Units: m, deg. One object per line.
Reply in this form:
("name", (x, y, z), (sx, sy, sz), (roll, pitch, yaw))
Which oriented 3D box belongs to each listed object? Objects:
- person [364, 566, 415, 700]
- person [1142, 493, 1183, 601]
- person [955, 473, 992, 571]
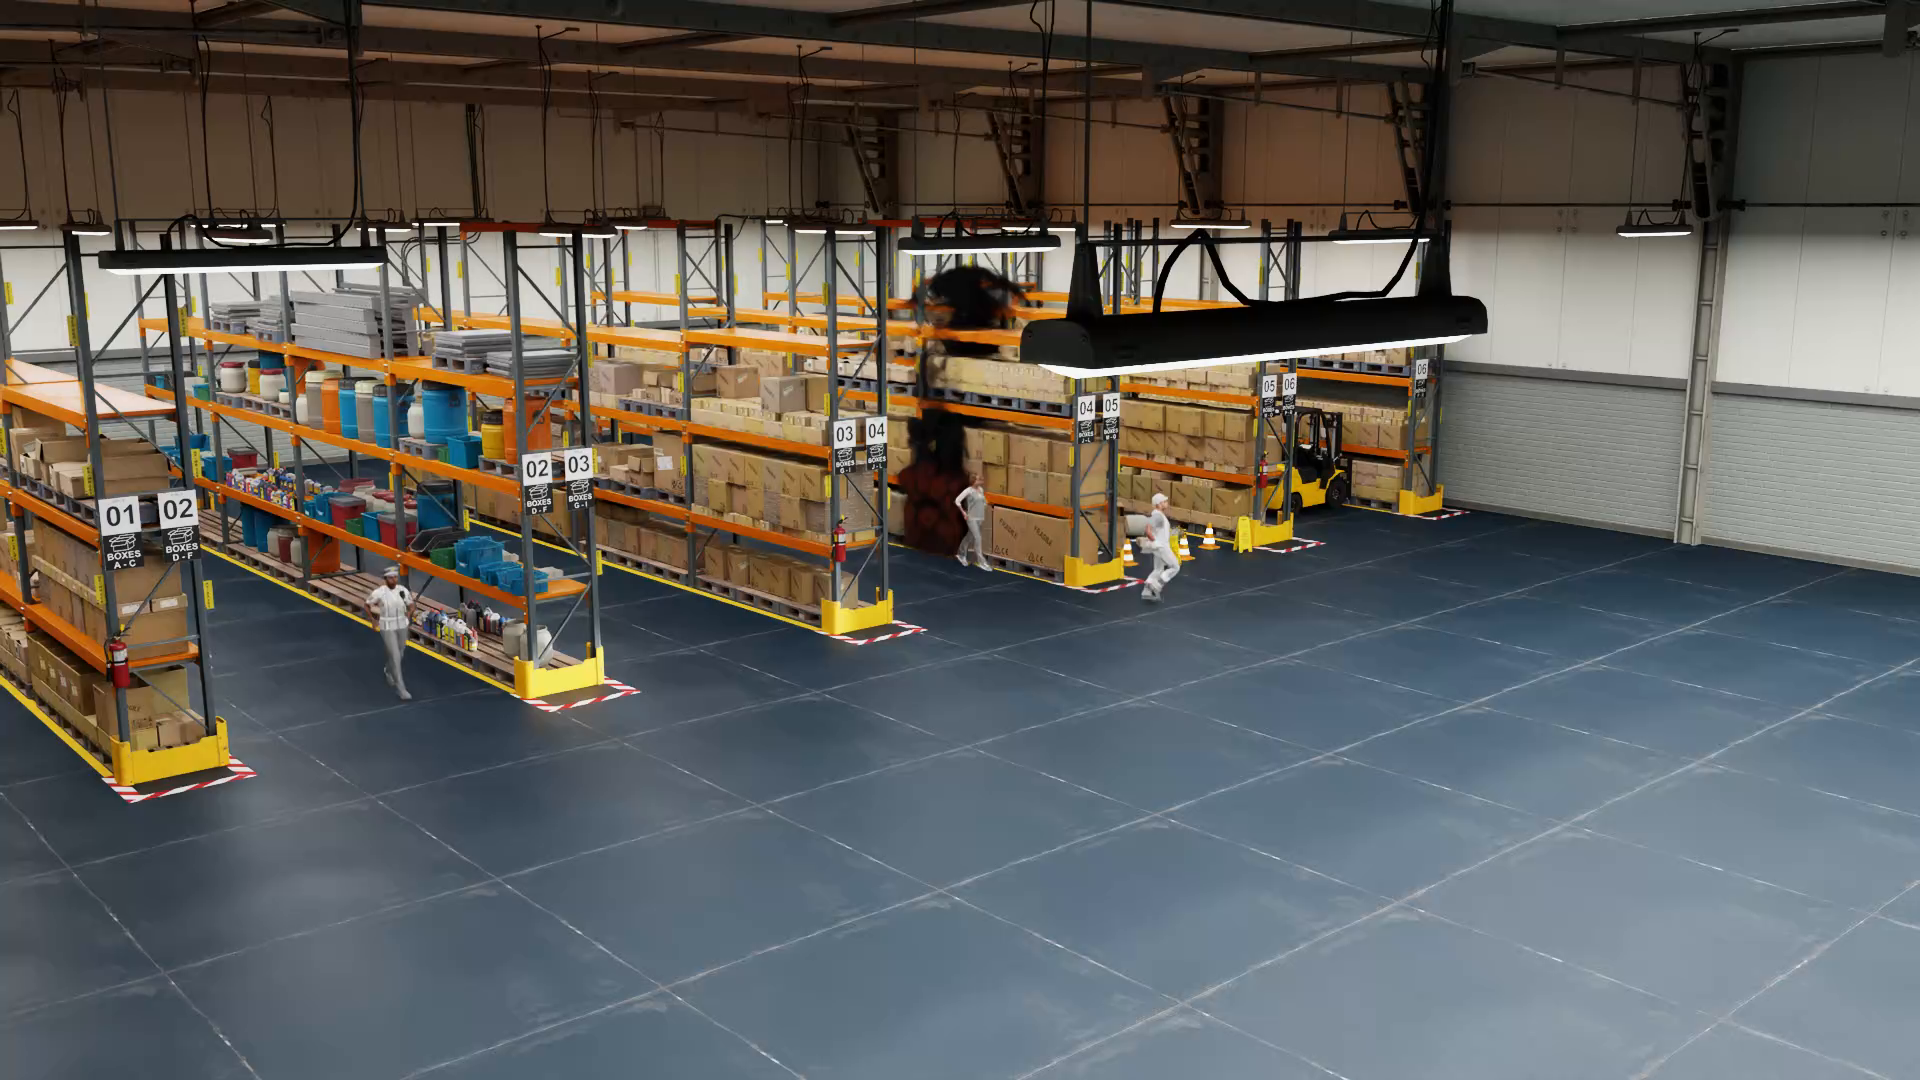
("person", (-7.405, 1.166, 21.721), (0.580, 1.706, 0.913), (-10, 15, -42))
("person", (3.266, 0.120, 26.753), (0.653, 1.748, 0.646), (0, 11, 1))
("person", (0.241, -0.318, 27.842), (0.804, 1.624, 0.541), (9, 14, 37))
